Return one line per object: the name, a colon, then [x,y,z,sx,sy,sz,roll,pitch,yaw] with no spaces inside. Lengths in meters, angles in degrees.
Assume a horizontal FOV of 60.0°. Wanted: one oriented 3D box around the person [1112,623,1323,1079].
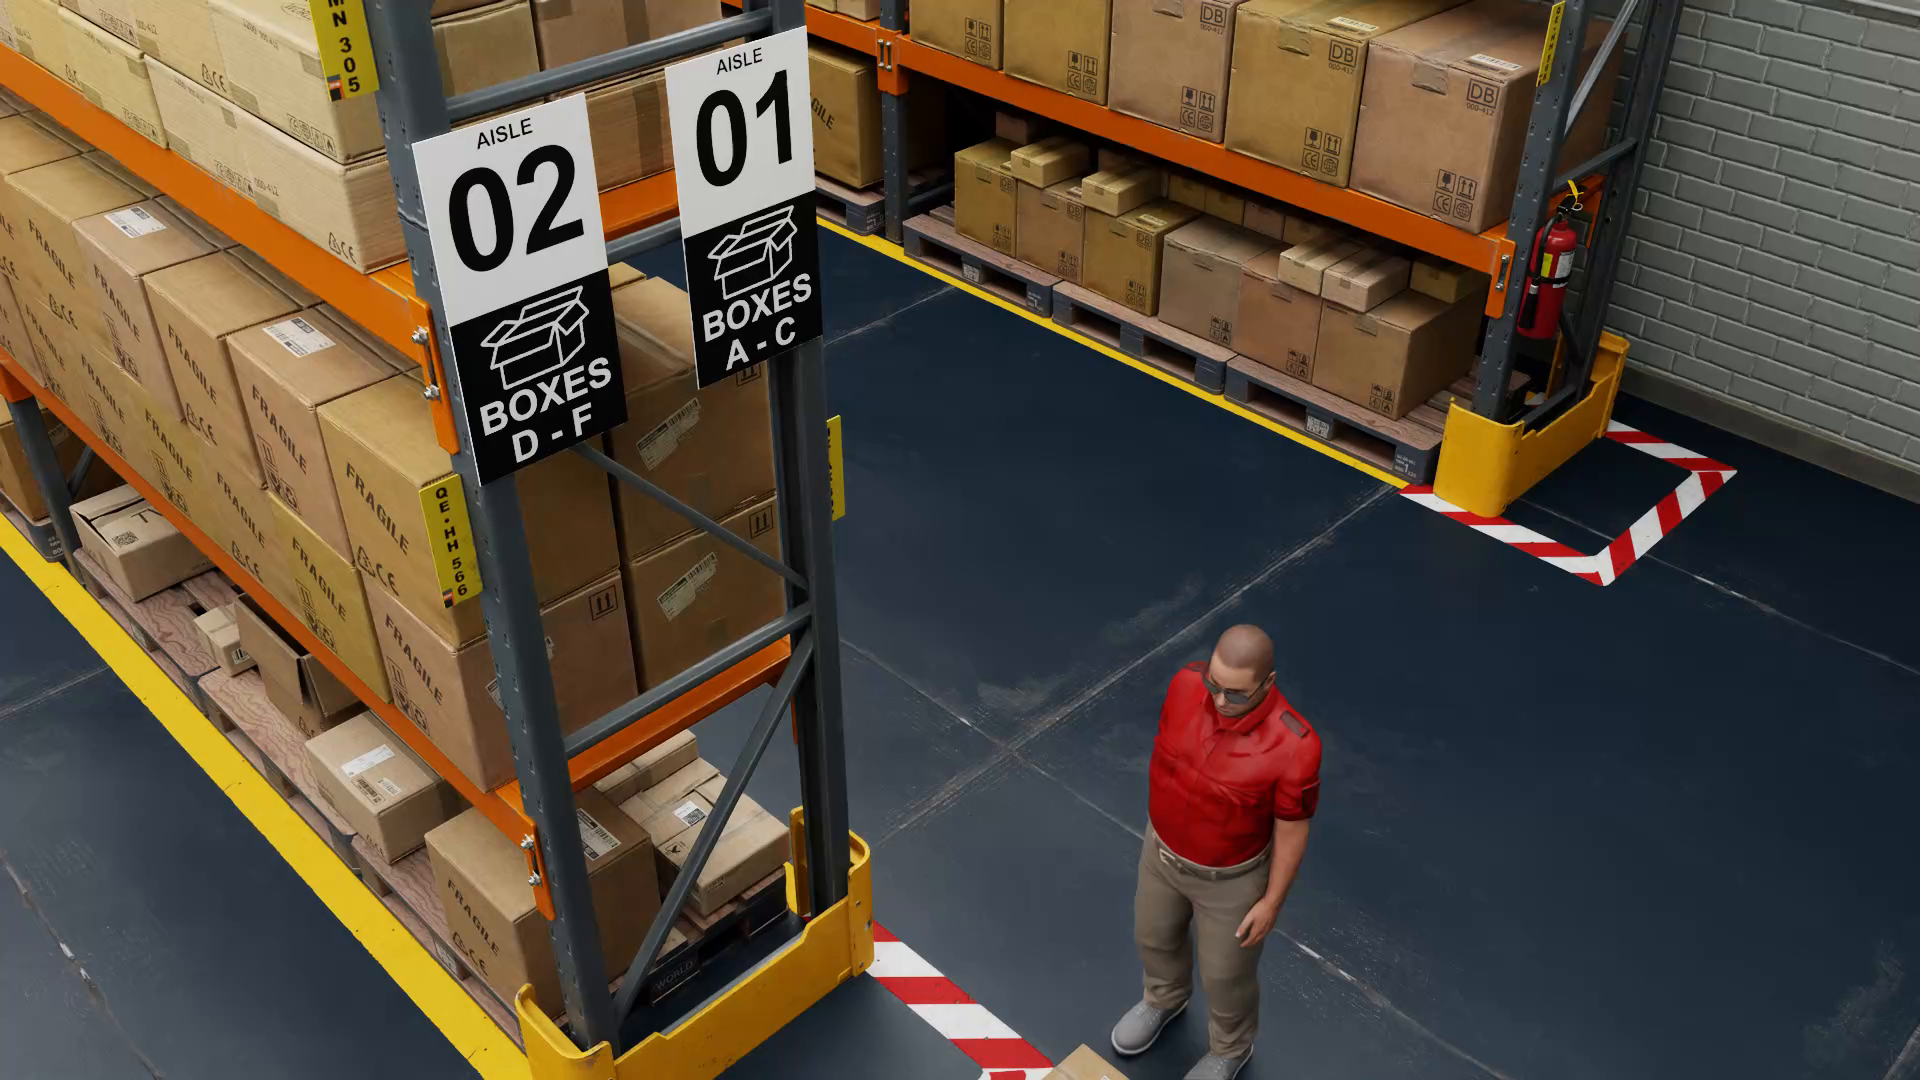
person: [0.733,0.945,4.832,0.359,1.721,0.529,-29,44,-35]
